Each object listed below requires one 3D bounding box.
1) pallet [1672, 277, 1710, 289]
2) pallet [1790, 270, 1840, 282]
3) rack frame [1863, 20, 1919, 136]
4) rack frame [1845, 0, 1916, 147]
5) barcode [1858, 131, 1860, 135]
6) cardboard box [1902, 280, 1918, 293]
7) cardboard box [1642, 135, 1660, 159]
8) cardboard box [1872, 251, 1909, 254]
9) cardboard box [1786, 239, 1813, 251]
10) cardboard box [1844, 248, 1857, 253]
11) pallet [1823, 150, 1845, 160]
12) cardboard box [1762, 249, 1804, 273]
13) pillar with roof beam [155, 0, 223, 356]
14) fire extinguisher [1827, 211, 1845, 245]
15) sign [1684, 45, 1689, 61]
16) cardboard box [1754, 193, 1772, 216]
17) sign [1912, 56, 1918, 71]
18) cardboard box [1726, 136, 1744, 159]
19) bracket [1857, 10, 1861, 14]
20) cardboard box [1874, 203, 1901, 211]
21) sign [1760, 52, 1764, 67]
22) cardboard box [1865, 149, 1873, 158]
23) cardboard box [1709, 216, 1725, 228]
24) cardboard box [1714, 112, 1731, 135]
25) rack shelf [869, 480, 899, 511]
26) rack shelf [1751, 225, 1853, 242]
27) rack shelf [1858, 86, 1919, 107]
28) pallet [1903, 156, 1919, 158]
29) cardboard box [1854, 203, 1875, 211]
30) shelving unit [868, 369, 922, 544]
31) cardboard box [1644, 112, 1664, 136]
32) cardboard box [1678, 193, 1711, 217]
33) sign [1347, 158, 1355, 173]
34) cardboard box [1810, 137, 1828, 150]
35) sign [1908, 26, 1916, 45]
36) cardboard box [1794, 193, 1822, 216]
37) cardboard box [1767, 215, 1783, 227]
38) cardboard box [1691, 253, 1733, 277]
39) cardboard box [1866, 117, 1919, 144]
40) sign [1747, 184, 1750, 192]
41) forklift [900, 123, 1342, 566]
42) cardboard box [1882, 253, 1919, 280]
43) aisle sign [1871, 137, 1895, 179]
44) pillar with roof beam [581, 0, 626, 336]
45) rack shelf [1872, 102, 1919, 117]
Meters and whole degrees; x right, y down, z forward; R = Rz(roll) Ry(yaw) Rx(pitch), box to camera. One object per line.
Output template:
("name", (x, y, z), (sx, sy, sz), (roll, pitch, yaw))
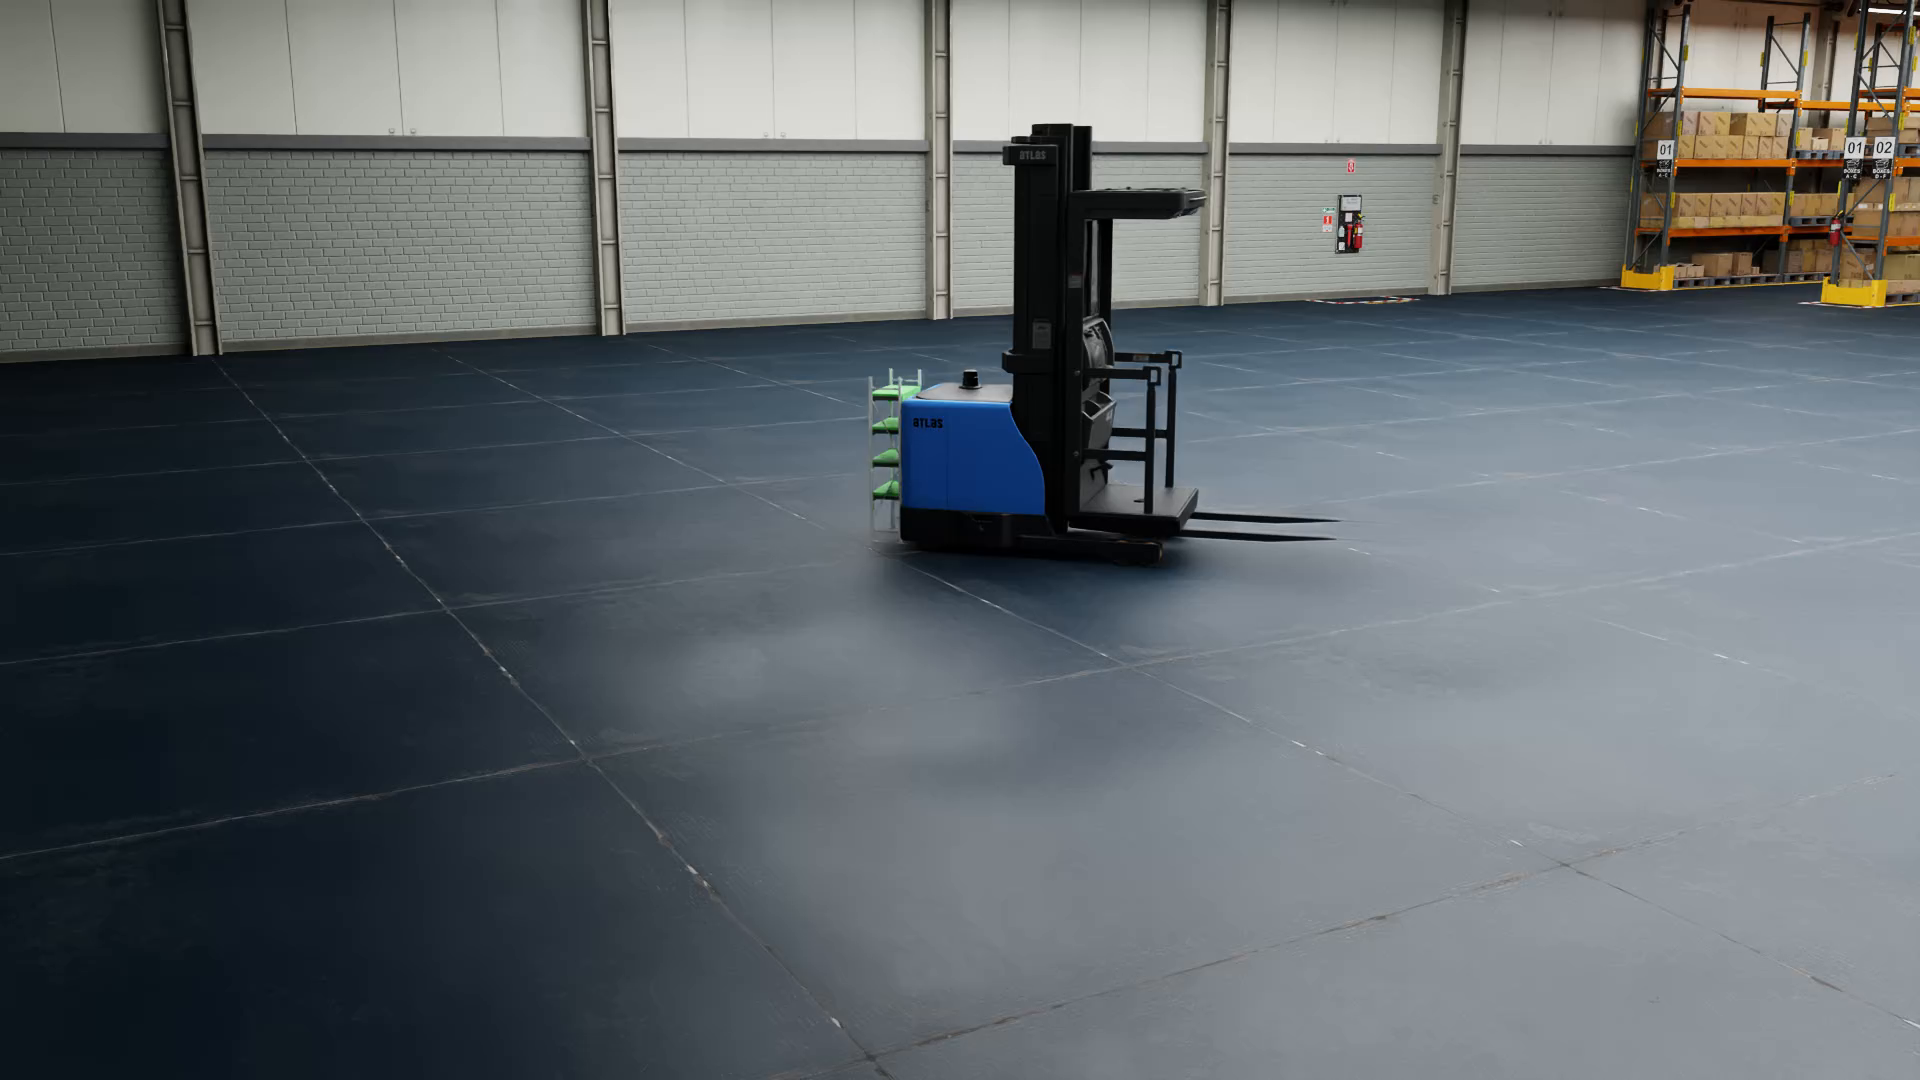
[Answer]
("pallet", (16.026, -5.798, 37.392), (1.213, 0.211, 1.003), (-7, 14, -28))
("pallet", (20.495, -6.344, 39.816), (1.213, 0.211, 1.003), (-7, 14, -28))
("rack frame", (22.252, -10.840, 39.782), (0.127, 3.000, 1.000), (-7, 14, -28))
("rack frame", (17.606, -9.044, 31.802), (0.127, 3.000, 1.000), (-7, 14, -28))
("barcode", (17.640, -7.989, 32.621), (0.075, 0.075, 0.001), (-7, 14, -28))
("cardboard box", (18.621, -5.048, 33.013), (0.500, 0.250, 0.500), (-7, 14, -28))
("cardboard box", (15.475, -8.686, 36.770), (0.500, 0.500, 0.500), (-6, 14, -24))
("cardboard box", (18.805, -5.569, 33.619), (0.500, 0.500, 0.500), (-7, 14, -28))
("cardboard box", (19.764, -6.981, 39.281), (0.500, 0.250, 0.500), (-7, 15, -29))
("cardboard box", (21.137, -6.791, 40.144), (0.500, 0.500, 0.700), (-7, 14, -28))
("pallet", (20.242, -9.019, 38.946), (1.003, 0.211, 1.213), (-7, 14, -28))
("cardboard box", (19.379, -6.568, 39.155), (0.500, 0.500, 0.700), (-6, 14, -26))
("pillar with roof beam", (-8.840, -6.253, 19.400), (0.400, 9.000, 9.100), (-7, 14, -28))
("fire extinguisher", (17.280, -6.157, 32.811), (0.183, 0.674, 0.296), (-7, 14, -28))
("sign", (15.490, -10.388, 35.466), (0.005, 0.325, 0.100), (-7, 14, -28))
("cardboard box", (18.038, -7.632, 37.778), (0.500, 0.500, 0.500), (-7, 14, -28))
("sign", (22.520, -11.231, 39.210), (0.005, 0.325, 0.100), (-7, 14, -28))
("cardboard box", (17.045, -8.746, 37.036), (0.500, 0.500, 0.500), (-6, 14, -24))
("bracket", (21.230, -12.601, 39.409), (0.430, 0.232, 0.235), (-7, 14, -28))
("cardboard box", (18.054, -6.483, 32.377), (0.250, 0.149, 0.380), (-7, 14, -28))
("sign", (18.470, -11.059, 38.264), (0.005, 0.325, 0.100), (-7, 14, -28))
("cardboard box", (21.749, -9.215, 39.551), (0.500, 0.311, 0.500), (-7, 14, -28))
("cardboard box", (16.709, -7.108, 37.159), (0.500, 0.250, 0.500), (-7, 15, -29))
("cardboard box", (16.593, -9.174, 36.661), (0.500, 0.500, 0.500), (-6, 14, -26))
("rack shelf", (-0.467, -0.323, 12.196), (0.258, 0.148, 0.480), (3, 13, 15))
("rack shelf", (20.496, -7.352, 39.584), (4.000, 0.370, 1.077), (-7, 14, -28))
("rack shelf", (19.362, -8.709, 32.859), (4.000, 0.370, 1.077), (-7, 14, -28))
("pallet", (22.791, -9.363, 40.478), (1.003, 0.211, 1.213), (-6, 14, -25))
("cardboard box", (17.851, -6.560, 32.720), (0.250, 0.149, 0.380), (-7, 15, -29))
("shelving unit", (-0.467, -0.620, 12.129), (0.258, 1.200, 0.503), (3, 13, 15))
("cardboard box", (15.483, -9.177, 36.674), (0.500, 0.500, 0.500), (-6, 14, -25))
("cardboard box", (16.231, -7.417, 36.821), (0.500, 0.500, 0.500), (-7, 14, -28))
("sign", (7.921, -7.578, 33.668), (0.199, 0.298, 0.001), (-7, 14, -28))
("cardboard box", (19.799, -9.224, 38.680), (0.500, 0.311, 0.500), (-6, 14, -26))
("sign", (17.867, -9.470, 31.204), (0.005, 0.325, 0.100), (-7, 14, -28))
("cardboard box", (19.698, -7.860, 38.975), (0.500, 0.500, 0.700), (-5, 14, -22))
("cardboard box", (18.470, -7.321, 38.104), (0.500, 0.250, 0.500), (-7, 14, -28))
("cardboard box", (17.048, -6.250, 37.740), (0.500, 0.500, 0.700), (-8, 15, -31))
("cardboard box", (18.113, -7.964, 32.323), (0.637, 0.503, 0.797), (-6, 14, -24))
("sign", (18.472, -8.164, 38.917), (0.005, 0.325, 0.100), (-7, 14, -28))
("forklift", (1.151, -1.380, 11.563), (3.031, 2.935, 1.130), (3, 13, 15))
("cardboard box", (18.622, -5.413, 32.929), (0.500, 0.500, 0.500), (-7, 14, -28))
("aisle sign", (17.696, -7.320, 31.882), (0.004, 0.787, 0.394), (-7, 14, -28))
("pillar with roof beam", (-3.573, -6.884, 22.204), (0.400, 9.000, 9.100), (-7, 14, -28))
("rack shelf", (24.007, -10.505, 40.839), (4.000, 0.370, 1.077), (-7, 14, -28))
